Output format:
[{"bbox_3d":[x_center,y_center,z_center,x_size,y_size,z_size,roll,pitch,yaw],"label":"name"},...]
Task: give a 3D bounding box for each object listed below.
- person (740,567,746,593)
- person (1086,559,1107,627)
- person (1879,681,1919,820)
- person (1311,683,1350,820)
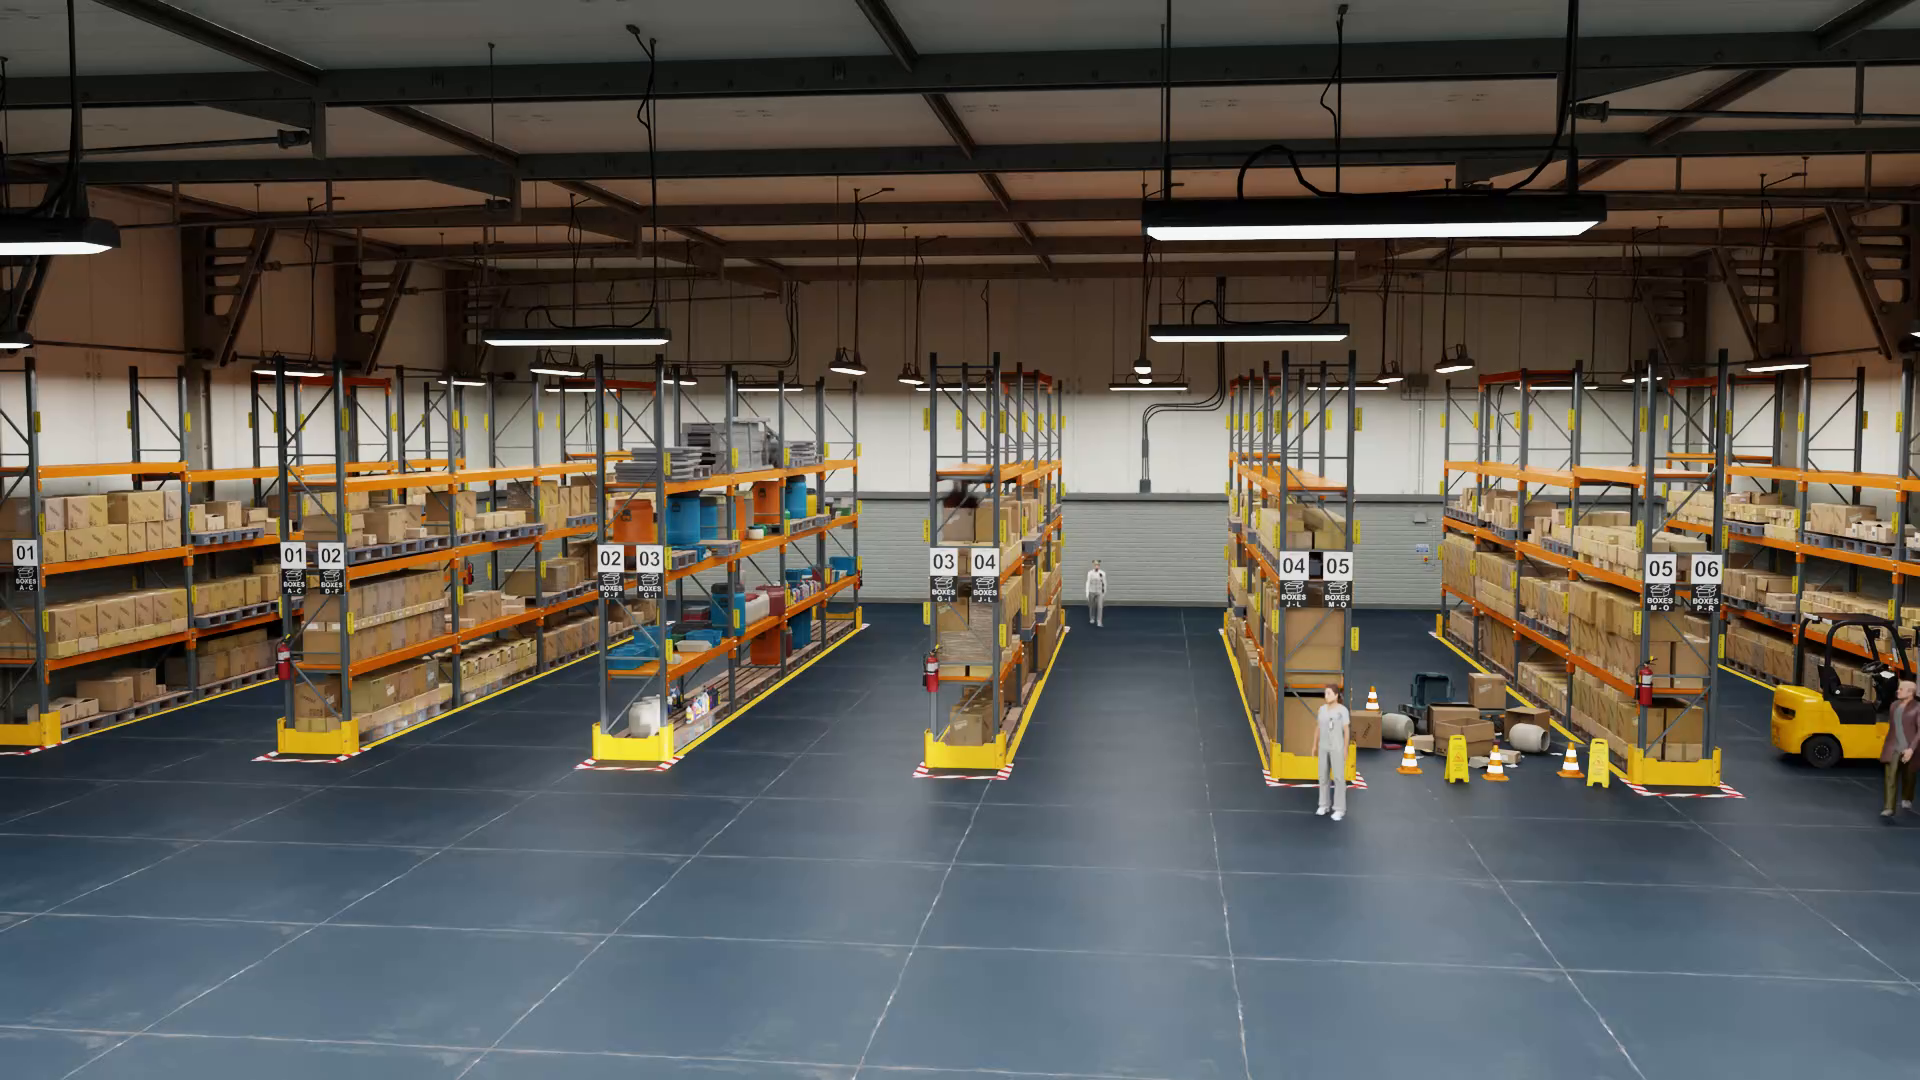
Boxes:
[{"bbox_3d":[-5.369,1.294,39.782,0.407,1.785,0.641,-3,5,-33],"label":"person"},{"bbox_3d":[3.347,1.289,40.779,0.523,1.642,0.950,0,4,1],"label":"person"},{"bbox_3d":[11.932,2.643,21.030,0.527,1.733,1.160,2,5,31],"label":"person"},{"bbox_3d":[4.712,2.671,21.166,0.404,1.688,0.474,-4,5,-42],"label":"person"}]
